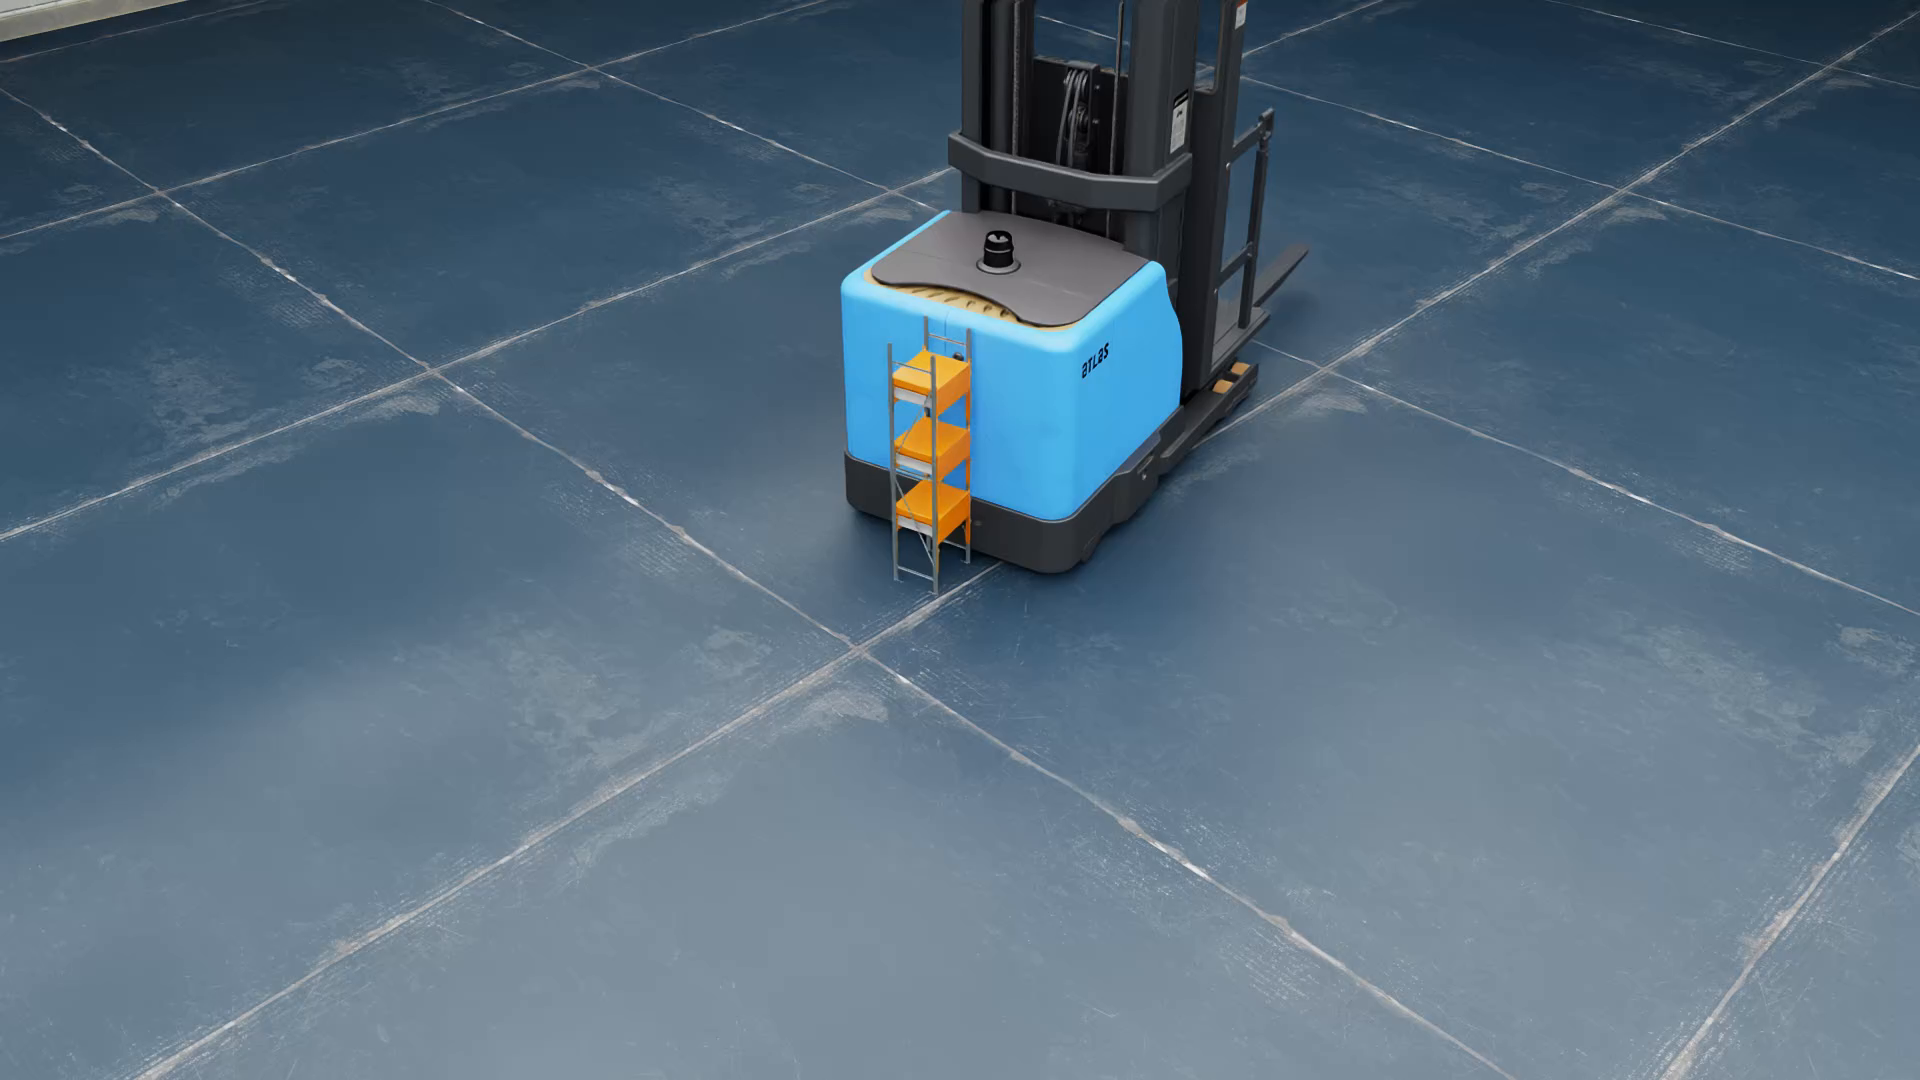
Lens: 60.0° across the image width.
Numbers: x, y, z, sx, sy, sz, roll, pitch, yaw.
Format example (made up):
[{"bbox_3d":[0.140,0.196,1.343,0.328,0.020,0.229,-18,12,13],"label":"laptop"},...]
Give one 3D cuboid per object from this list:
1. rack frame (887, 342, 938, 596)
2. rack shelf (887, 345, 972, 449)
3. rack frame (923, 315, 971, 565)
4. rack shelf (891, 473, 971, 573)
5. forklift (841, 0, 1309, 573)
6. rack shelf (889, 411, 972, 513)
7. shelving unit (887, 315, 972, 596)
[{"bbox_3d":[-0.173,-0.243,6.181,0.200,1.050,0.008,19,39,25],"label":"rack frame"},{"bbox_3d":[-0.110,-0.527,6.111,0.215,0.259,0.240,19,39,25],"label":"rack shelf"},{"bbox_3d":[-0.047,-0.363,6.353,0.200,1.050,0.008,19,39,25],"label":"rack frame"},{"bbox_3d":[-0.110,-0.066,6.432,0.215,0.259,0.240,19,39,25],"label":"rack shelf"},{"bbox_3d":[0.722,-1.887,6.893,1.130,2.935,3.031,19,39,25],"label":"forklift"},{"bbox_3d":[-0.110,-0.294,6.273,0.215,0.259,0.240,19,39,25],"label":"rack shelf"},{"bbox_3d":[-0.110,-0.303,6.267,0.215,1.050,0.252,19,39,25],"label":"shelving unit"}]
